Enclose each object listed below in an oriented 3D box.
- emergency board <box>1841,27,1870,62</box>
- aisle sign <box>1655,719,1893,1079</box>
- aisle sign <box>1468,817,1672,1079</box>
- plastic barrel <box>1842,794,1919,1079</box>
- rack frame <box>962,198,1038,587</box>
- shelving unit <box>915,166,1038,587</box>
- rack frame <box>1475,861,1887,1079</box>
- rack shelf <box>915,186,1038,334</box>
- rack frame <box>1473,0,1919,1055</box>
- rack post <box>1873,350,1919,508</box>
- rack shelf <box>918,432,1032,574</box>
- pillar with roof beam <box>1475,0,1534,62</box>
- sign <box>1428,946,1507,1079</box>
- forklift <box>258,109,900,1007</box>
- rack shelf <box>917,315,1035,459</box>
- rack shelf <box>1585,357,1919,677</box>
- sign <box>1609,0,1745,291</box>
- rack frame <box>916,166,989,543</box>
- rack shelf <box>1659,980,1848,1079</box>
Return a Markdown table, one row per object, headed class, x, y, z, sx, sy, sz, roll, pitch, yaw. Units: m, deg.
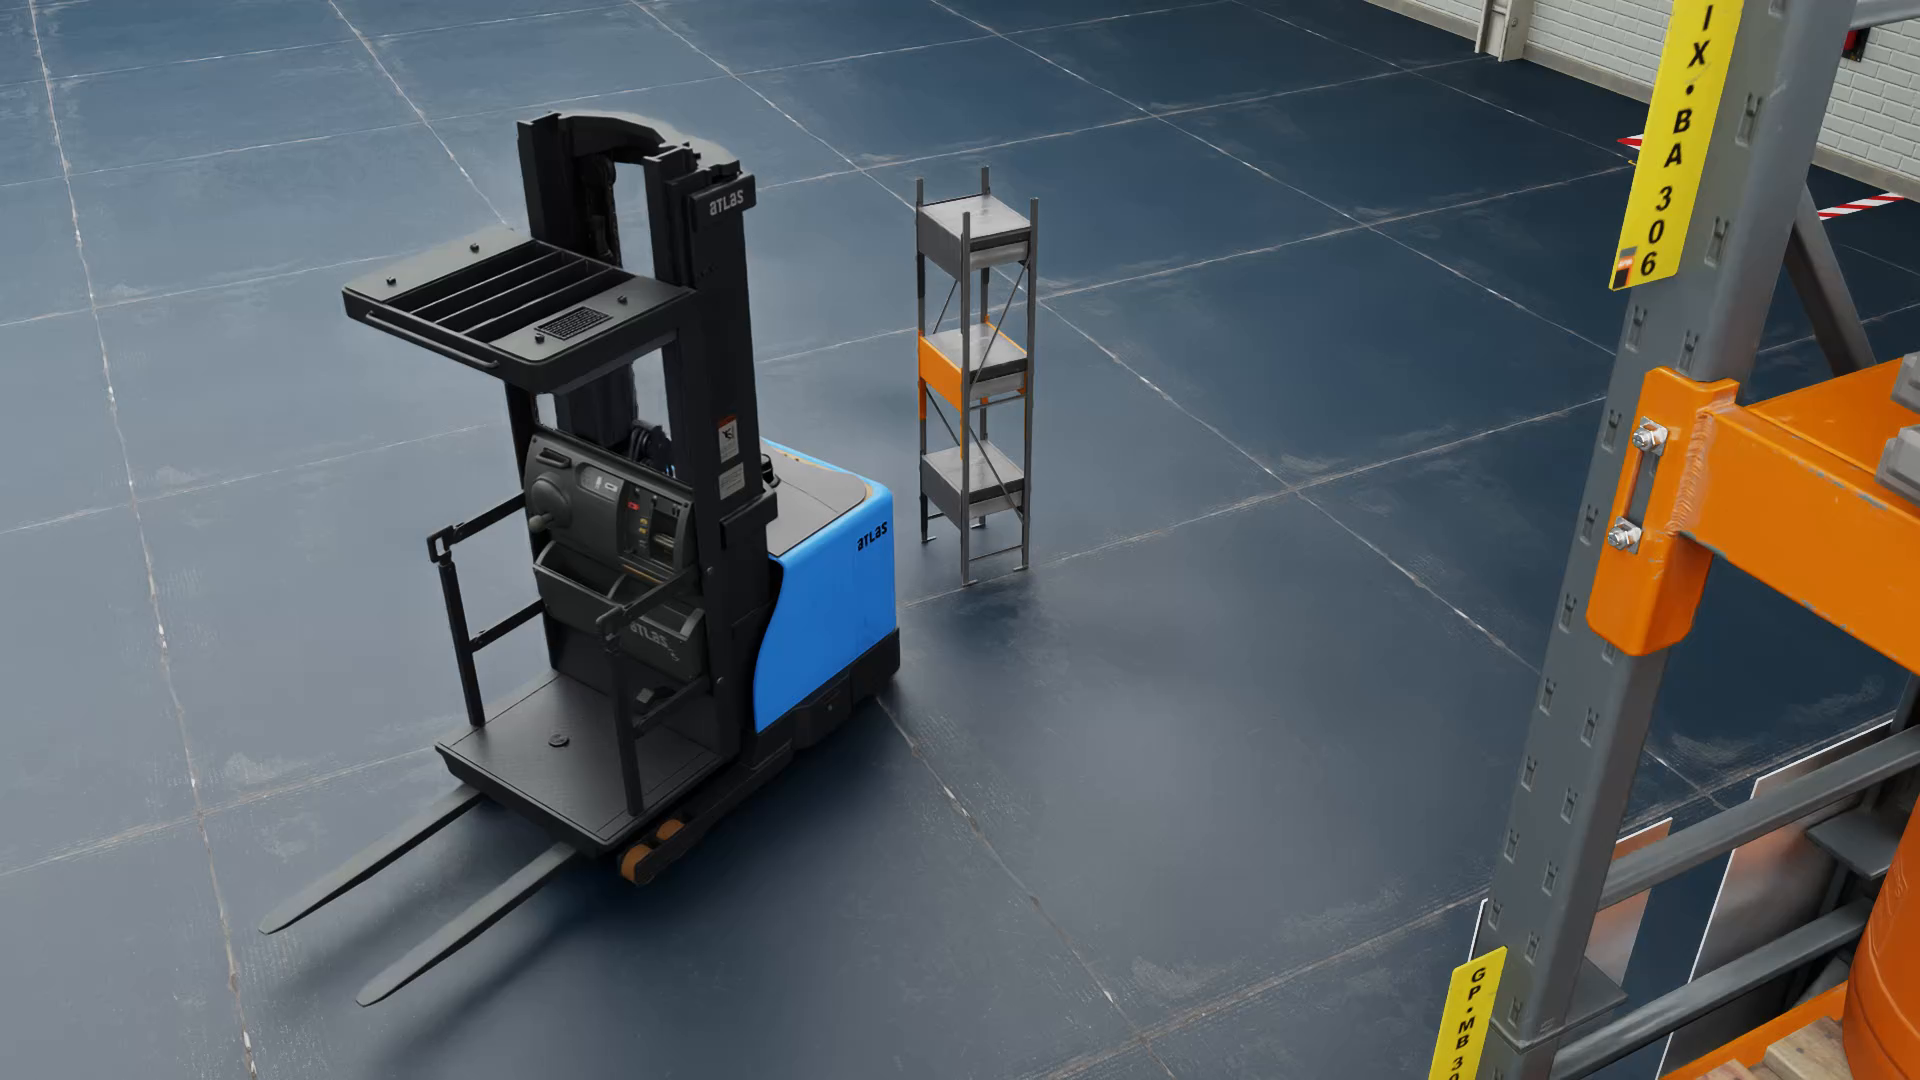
| class | x | y | z | sx | sy | sz | roll | pitch | yaw |
| --- | --- | --- | --- | --- | --- | --- | --- | --- | --- |
| emergency board | 7.189 | -4.550 | 13.571 | 0.194 | 1.169 | 0.643 | -16 | 36 | -23 |
| aisle sign | 1.478 | 0.674 | 3.007 | 0.394 | 0.787 | 0.004 | -16 | 36 | -23 |
| aisle sign | 0.956 | 0.822 | 2.776 | 0.394 | 0.787 | 0.004 | -16 | 36 | -23 |
| plastic barrel | 1.588 | 0.457 | 2.188 | 0.600 | 0.830 | 0.708 | -16 | 36 | -23 |
| rack frame | 0.191 | -0.689 | 8.379 | 0.400 | 2.100 | 0.015 | -16 | 36 | -23 |
| shelving unit | 0.077 | -0.805 | 8.560 | 0.431 | 2.100 | 0.503 | -16 | 36 | -23 |
| rack frame | 1.249 | 1.878 | 3.539 | 1.000 | 3.000 | 0.127 | -16 | 36 | -23 |
| rack shelf | 0.077 | -1.383 | 8.190 | 0.431 | 0.518 | 0.480 | -16 | 36 | -23 |
| rack frame | 1.249 | -0.648 | 1.920 | 1.000 | 3.000 | 0.127 | -16 | 36 | -23 |
| rack post | 1.489 | -0.045 | 1.442 | 0.937 | 0.300 | 0.954 | -12 | 35 | -18 |
| rack shelf | 0.077 | -0.204 | 8.945 | 0.431 | 0.518 | 0.480 | -16 | 36 | -23 |
| pillar with roof beam | 1.701 | -7.668 | 12.876 | 9.100 | 9.000 | 0.400 | -16 | 36 | -23 |
| sign | 0.760 | 0.747 | 2.514 | 0.100 | 0.325 | 0.005 | -16 | 36 | -23 |
| forklift | -1.572 | -0.085 | 6.666 | 1.130 | 2.935 | 3.031 | 22 | 39 | 30 |
| rack shelf | 0.077 | -0.794 | 8.568 | 0.431 | 0.518 | 0.480 | -16 | 36 | -23 |
| rack shelf | 2.181 | 0.777 | 0.732 | 1.077 | 0.370 | 4.000 | -16 | 36 | -23 |
| sign | 0.760 | -0.424 | 1.764 | 0.100 | 0.325 | 0.005 | -16 | 36 | -23 |
| rack frame | -0.037 | -0.922 | 8.742 | 0.400 | 2.100 | 0.015 | -16 | 36 | -23 |
| rack shelf | 2.181 | 1.872 | 1.434 | 1.077 | 0.370 | 4.000 | -16 | 36 | -23 |
